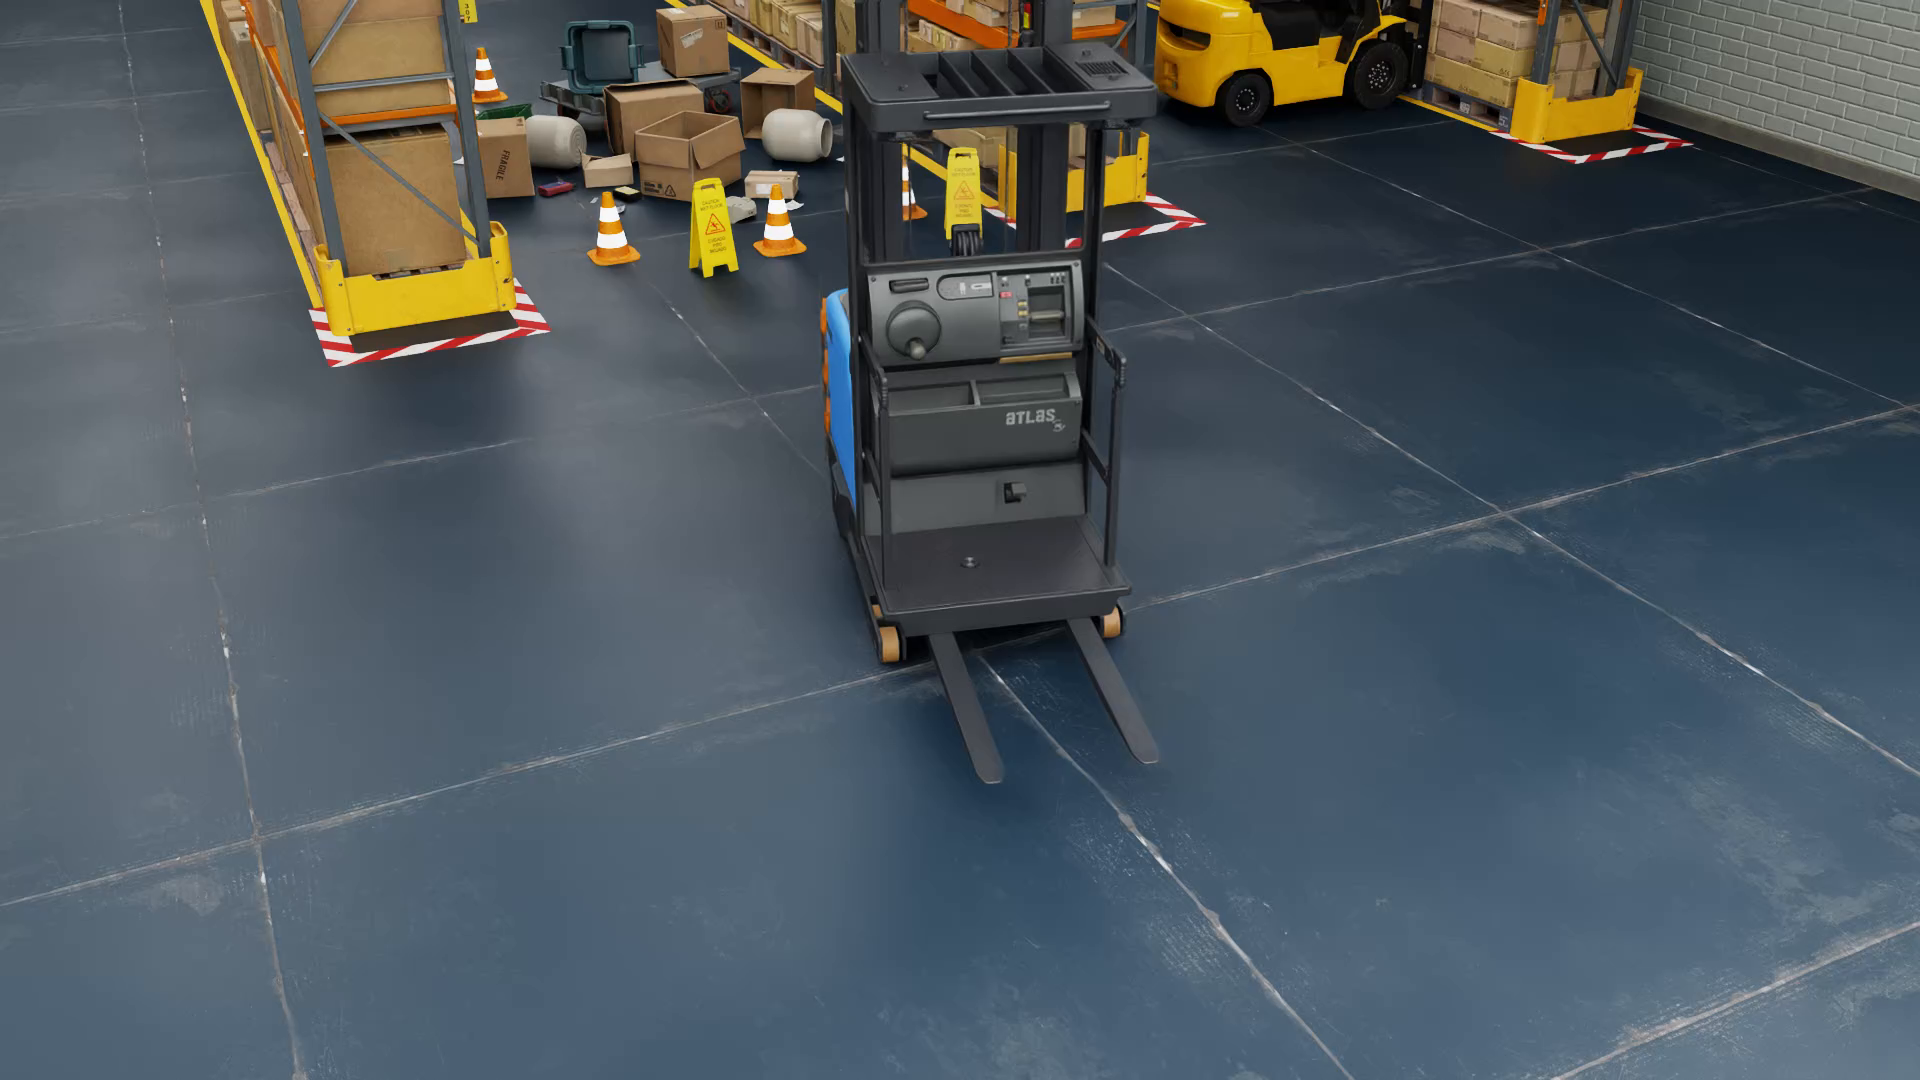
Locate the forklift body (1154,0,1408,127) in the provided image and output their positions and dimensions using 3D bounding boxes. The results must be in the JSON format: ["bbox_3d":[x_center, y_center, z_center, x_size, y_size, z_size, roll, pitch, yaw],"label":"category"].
[{"bbox_3d":[2.925,-5.011,14.987,2.313,2.155,1.214,-13,32,-22],"label":"forklift body"}]

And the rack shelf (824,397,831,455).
[{"bbox_3d":[-0.595,-0.618,8.869,0.240,0.259,0.215,-1,29,-2],"label":"rack shelf"}]

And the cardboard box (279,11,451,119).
[{"bbox_3d":[-3.722,-3.018,10.413,0.875,0.550,0.550,-13,32,-22],"label":"cardboard box"}]

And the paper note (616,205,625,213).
[{"bbox_3d":[-2.644,-2.534,12.739,0.144,0.017,0.142,-3,29,-5],"label":"paper note"}]

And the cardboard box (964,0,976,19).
[{"bbox_3d":[0.252,-4.100,12.751,0.380,0.149,0.250,-14,32,-23],"label":"cardboard box"}]

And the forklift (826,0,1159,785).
[{"bbox_3d":[0.119,-0.936,6.922,1.130,2.935,3.031,-6,30,-10],"label":"forklift"}]

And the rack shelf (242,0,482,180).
[{"bbox_3d":[-4.380,-3.368,11.925,1.077,0.370,4.000,-13,32,-22],"label":"rack shelf"}]

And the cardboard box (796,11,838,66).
[{"bbox_3d":[-1.039,-4.918,16.210,0.950,0.372,0.625,-13,32,-21],"label":"cardboard box"}]

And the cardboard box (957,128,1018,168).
[{"bbox_3d":[0.305,-3.178,13.232,0.500,0.250,0.500,-13,32,-22],"label":"cardboard box"}]

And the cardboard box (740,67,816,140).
[{"bbox_3d":[-1.581,-3.801,14.515,0.500,0.500,0.500,7,30,13],"label":"cardboard box"}]

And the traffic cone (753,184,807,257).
[{"bbox_3d":[-1.301,-2.312,11.900,0.336,0.463,0.334,-13,32,-22],"label":"traffic cone"}]

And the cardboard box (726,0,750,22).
[{"bbox_3d":[-1.971,-5.878,17.922,0.950,0.372,0.625,-14,32,-23],"label":"cardboard box"}]

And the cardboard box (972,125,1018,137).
[{"bbox_3d":[0.326,-3.493,13.027,0.500,0.500,0.500,-13,32,-22],"label":"cardboard box"}]

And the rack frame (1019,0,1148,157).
[{"bbox_3d":[0.906,-3.883,12.107,1.000,3.000,0.127,-13,32,-22],"label":"rack frame"}]

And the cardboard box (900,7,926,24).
[{"bbox_3d":[-0.462,-4.513,14.184,0.380,0.149,0.250,-11,31,-19],"label":"cardboard box"}]

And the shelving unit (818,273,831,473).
[{"bbox_3d":[-0.595,-0.870,8.728,0.252,1.050,0.215,-1,29,-2],"label":"shelving unit"}]

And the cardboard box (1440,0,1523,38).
[{"bbox_3d":[4.683,-4.709,14.940,0.500,0.250,0.500,-12,32,-21],"label":"cardboard box"}]

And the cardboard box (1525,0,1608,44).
[{"bbox_3d":[5.352,-4.599,14.743,0.500,0.250,0.500,-14,32,-23],"label":"cardboard box"}]

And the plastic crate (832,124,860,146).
[{"bbox_3d":[-0.878,-3.510,14.428,0.583,0.080,0.402,26,38,38],"label":"plastic crate"}]

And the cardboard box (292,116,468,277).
[{"bbox_3d":[-3.873,-2.341,11.100,0.875,0.875,0.875,-13,32,-22],"label":"cardboard box"}]

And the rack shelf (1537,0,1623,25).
[{"bbox_3d":[4.528,-5.496,15.720,1.077,0.370,4.000,-13,32,-22],"label":"rack shelf"}]

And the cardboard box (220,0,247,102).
[{"bbox_3d":[-5.997,-4.450,14.989,1.050,0.750,0.750,-13,32,-22],"label":"cardboard box"}]

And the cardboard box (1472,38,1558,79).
[{"bbox_3d":[4.896,-4.278,14.683,0.500,0.250,0.500,-14,32,-23],"label":"cardboard box"}]

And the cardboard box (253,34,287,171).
[{"bbox_3d":[-5.032,-3.529,13.220,0.875,0.875,0.875,-13,32,-21],"label":"cardboard box"}]

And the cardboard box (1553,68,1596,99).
[{"bbox_3d":[5.353,-4.168,14.999,0.500,0.250,0.500,-13,32,-22],"label":"cardboard box"}]

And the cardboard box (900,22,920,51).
[{"bbox_3d":[-0.341,-4.180,14.252,0.500,0.500,0.500,-11,31,-19],"label":"cardboard box"}]

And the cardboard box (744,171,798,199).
[{"bbox_3d":[-1.481,-2.794,13.080,0.380,0.149,0.250,2,29,4],"label":"cardboard box"}]

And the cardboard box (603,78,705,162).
[{"bbox_3d":[-2.544,-3.509,13.854,0.797,0.637,0.503,-13,32,-22],"label":"cardboard box"}]

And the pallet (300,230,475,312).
[{"bbox_3d":[-3.936,-1.919,11.457,1.003,0.211,1.213,-13,32,-22],"label":"pallet"}]

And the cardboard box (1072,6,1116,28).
[{"bbox_3d":[0.947,-3.967,12.514,0.380,0.149,0.250,-13,32,-22],"label":"cardboard box"}]

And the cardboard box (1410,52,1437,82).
[{"bbox_3d":[4.488,-4.496,15.583,0.500,0.250,0.500,-13,32,-21],"label":"cardboard box"}]

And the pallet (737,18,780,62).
[{"bbox_3d":[-1.675,-5.317,17.515,1.003,0.211,1.213,-13,32,-22],"label":"pallet"}]

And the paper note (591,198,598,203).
[{"bbox_3d":[-2.849,-2.648,12.962,0.032,0.001,0.123,2,29,4],"label":"paper note"}]

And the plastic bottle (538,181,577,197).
[{"bbox_3d":[-3.181,-2.787,13.158,0.133,0.061,0.283,26,38,38],"label":"plastic bottle"}]

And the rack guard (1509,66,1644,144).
[{"bbox_3d":[5.397,-3.826,14.561,1.175,0.500,0.348,-13,32,-22],"label":"rack guard"}]

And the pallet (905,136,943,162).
[{"bbox_3d":[0.036,-3.604,14.462,1.003,0.211,1.213,-13,32,-22],"label":"pallet"}]

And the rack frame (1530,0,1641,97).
[{"bbox_3d":[5.387,-4.926,13.969,1.000,3.000,0.127,-13,32,-22],"label":"rack frame"}]

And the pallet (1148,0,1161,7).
[{"bbox_3d":[2.791,-6.334,19.330,1.003,0.211,1.213,-13,32,-22],"label":"pallet"}]

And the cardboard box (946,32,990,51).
[{"bbox_3d":[0.108,-3.924,13.132,0.380,0.149,0.250,-12,31,-21],"label":"cardboard box"}]

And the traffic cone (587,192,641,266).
[{"bbox_3d":[-2.467,-2.225,11.745,0.336,0.463,0.334,-13,32,-22],"label":"traffic cone"}]

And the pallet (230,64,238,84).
[{"bbox_3d":[-6.686,-4.752,16.509,1.003,0.211,1.213,-13,32,-22],"label":"pallet"}]
